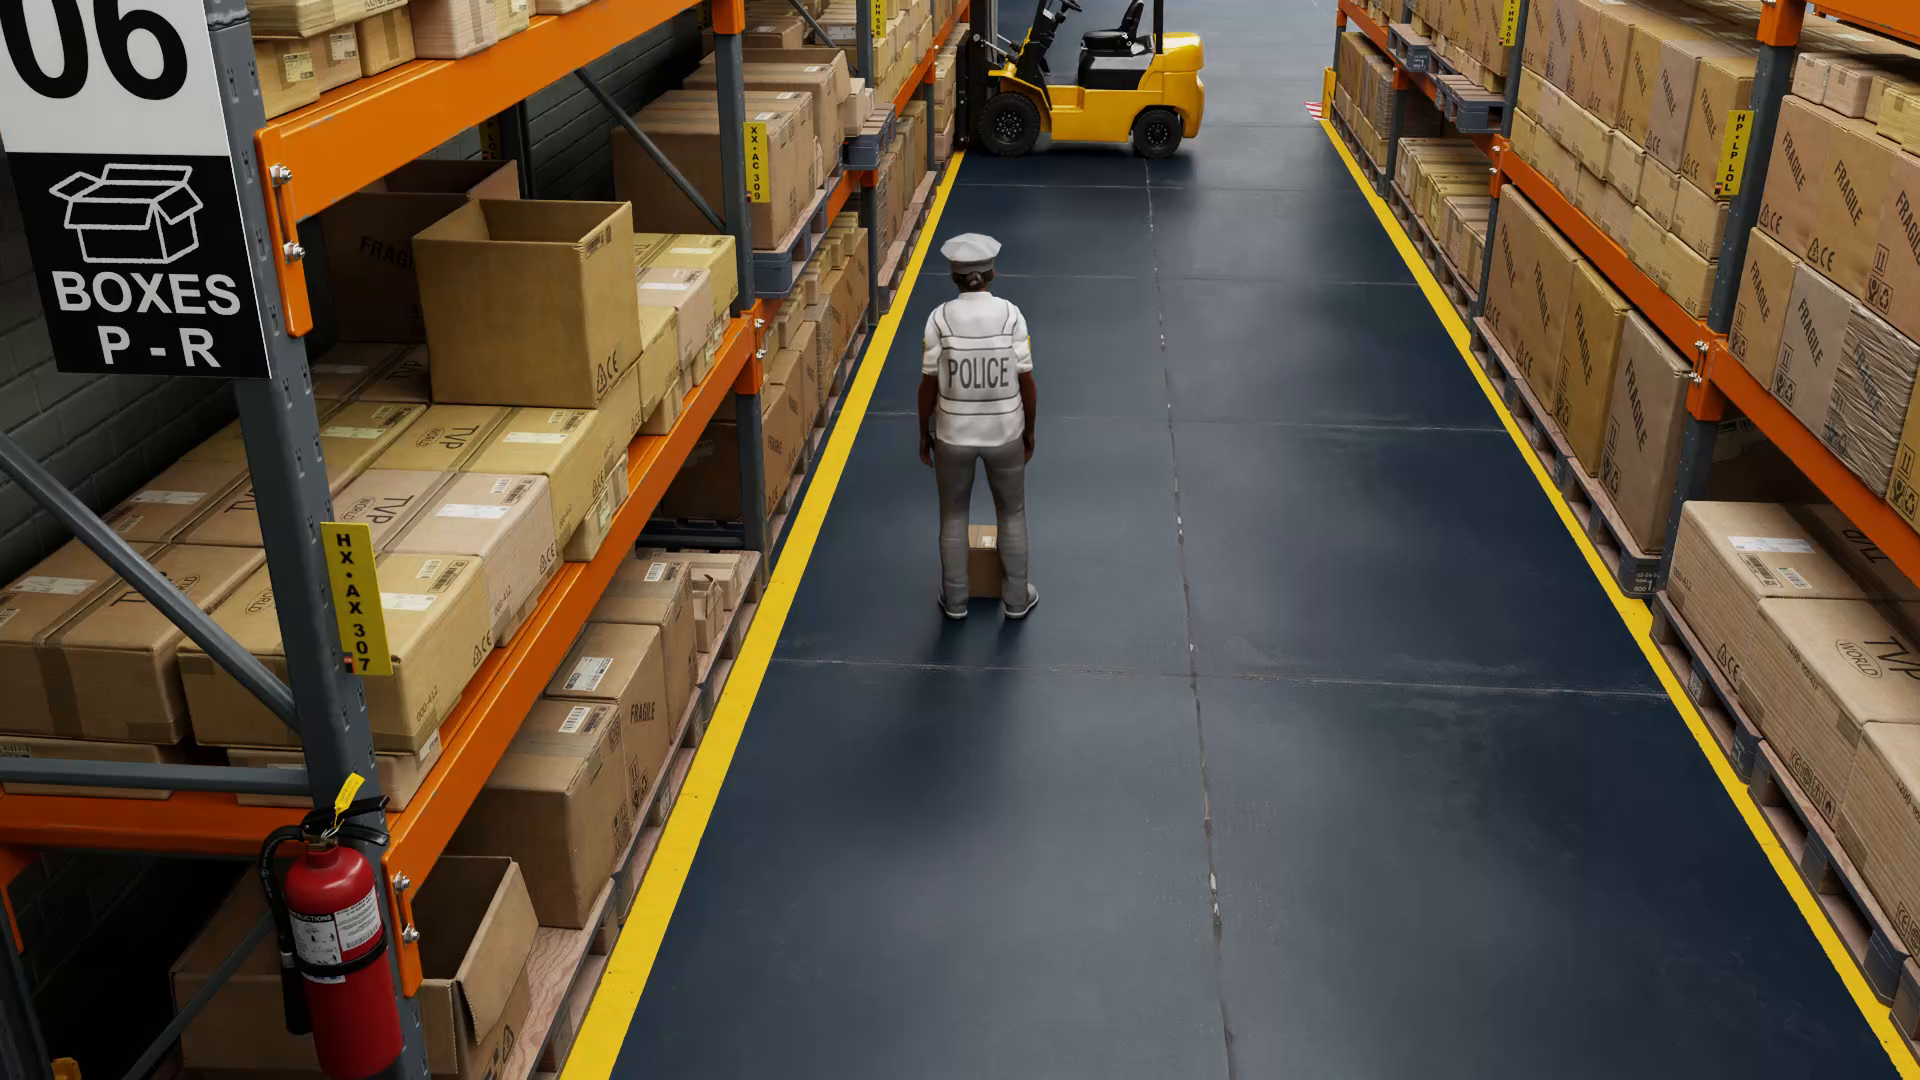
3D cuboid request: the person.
[{"bbox_3d":[0.089,-0.446,7.073,0.533,1.661,0.396,-1,25,-1],"label":"person"}]
